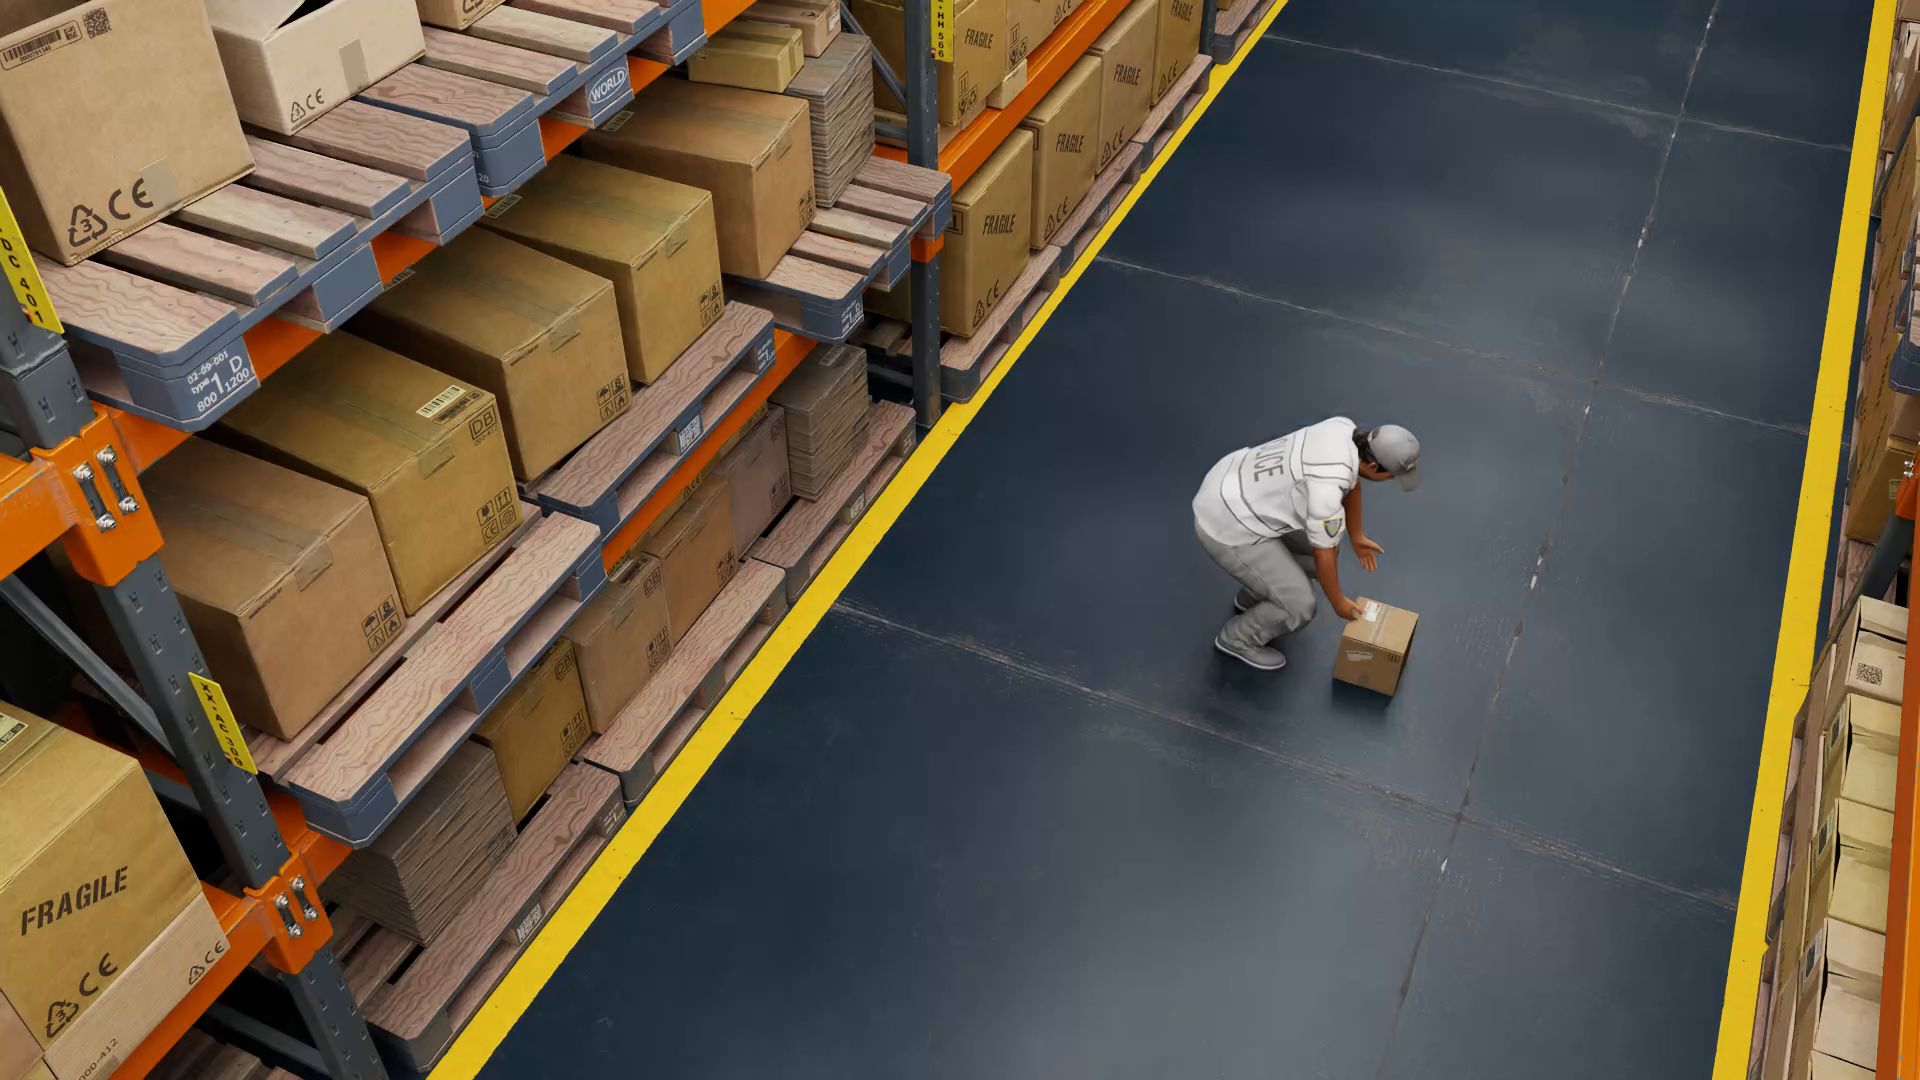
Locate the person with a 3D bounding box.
[{"bbox_3d":[1.337,-0.043,6.574,0.815,1.178,0.531,17,45,18],"label":"person"}]
